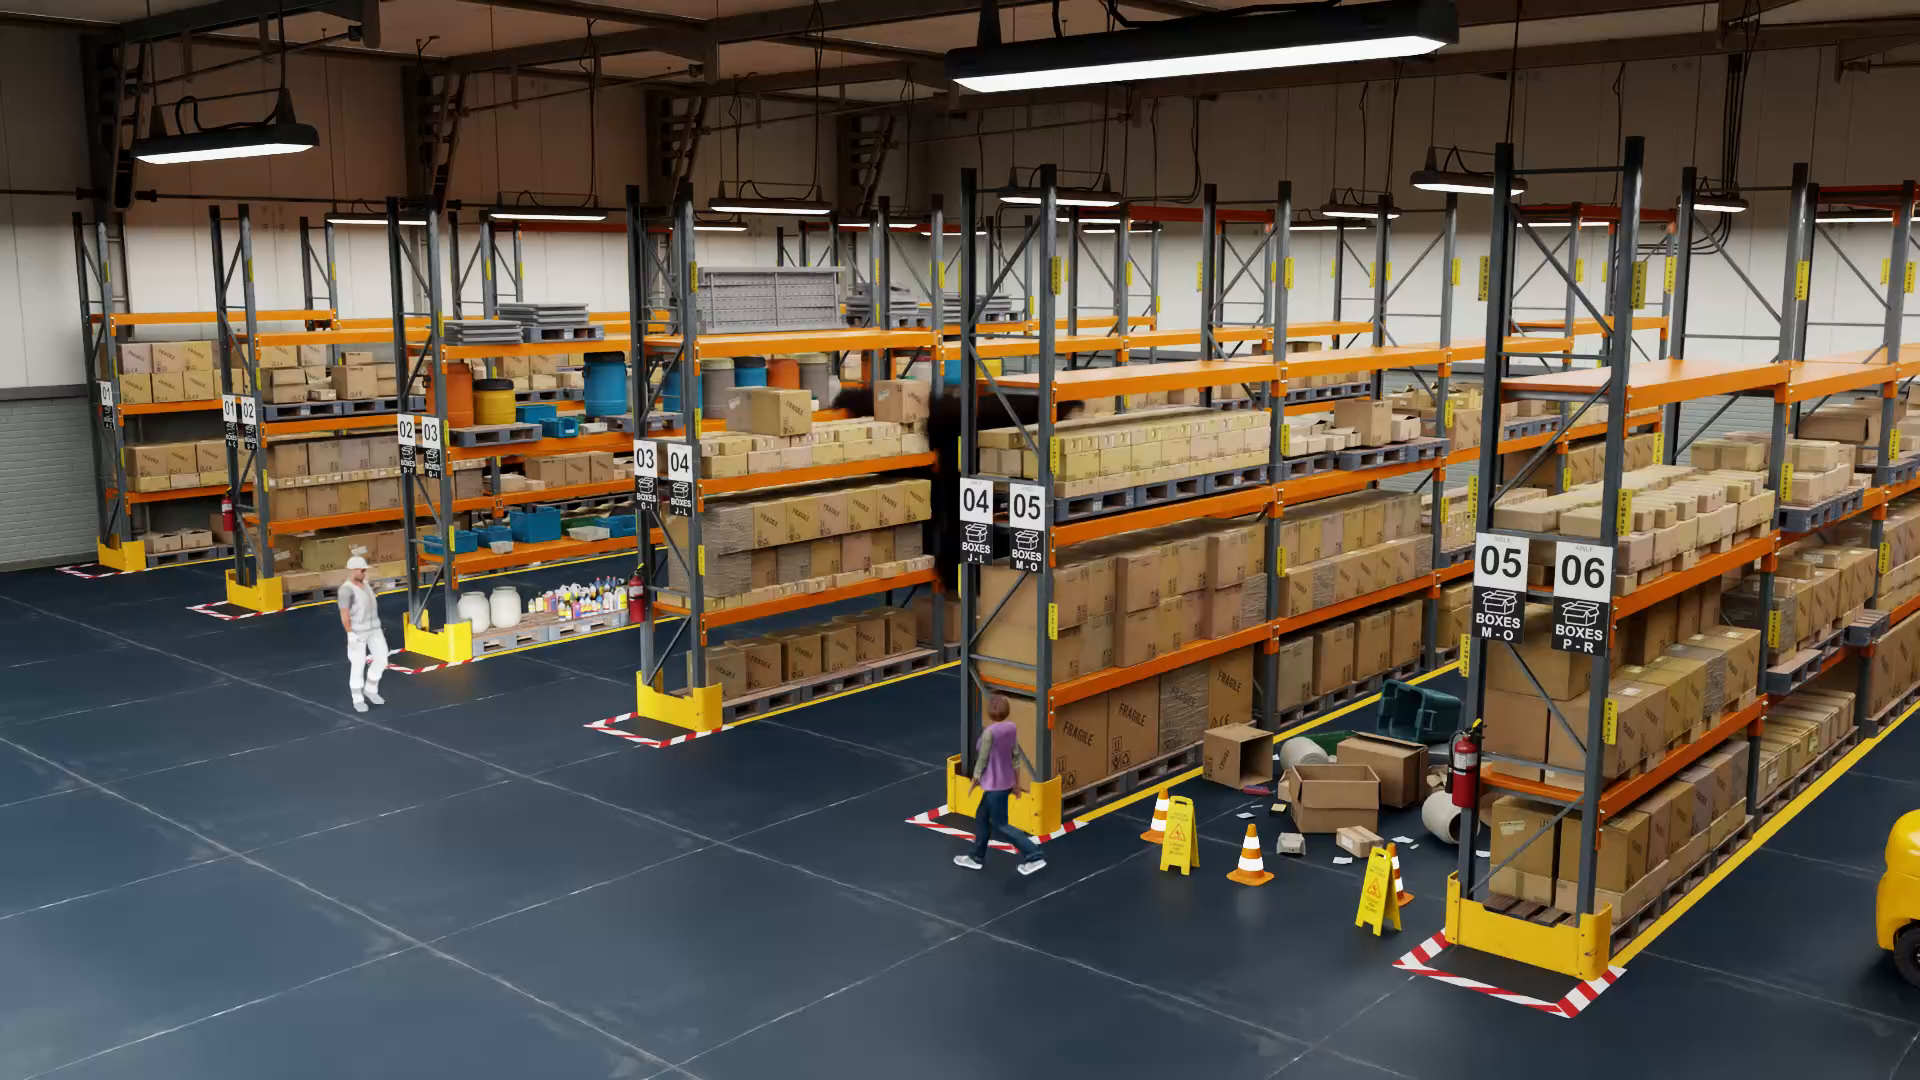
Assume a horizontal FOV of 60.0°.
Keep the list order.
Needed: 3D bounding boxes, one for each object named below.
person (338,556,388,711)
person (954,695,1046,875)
[{"bbox_3d":[-6.953,1.079,19.400,0.467,1.803,0.654,6,11,31],"label":"person"},{"bbox_3d":[0.326,2.075,14.054,0.877,1.564,0.378,3,10,17],"label":"person"}]
